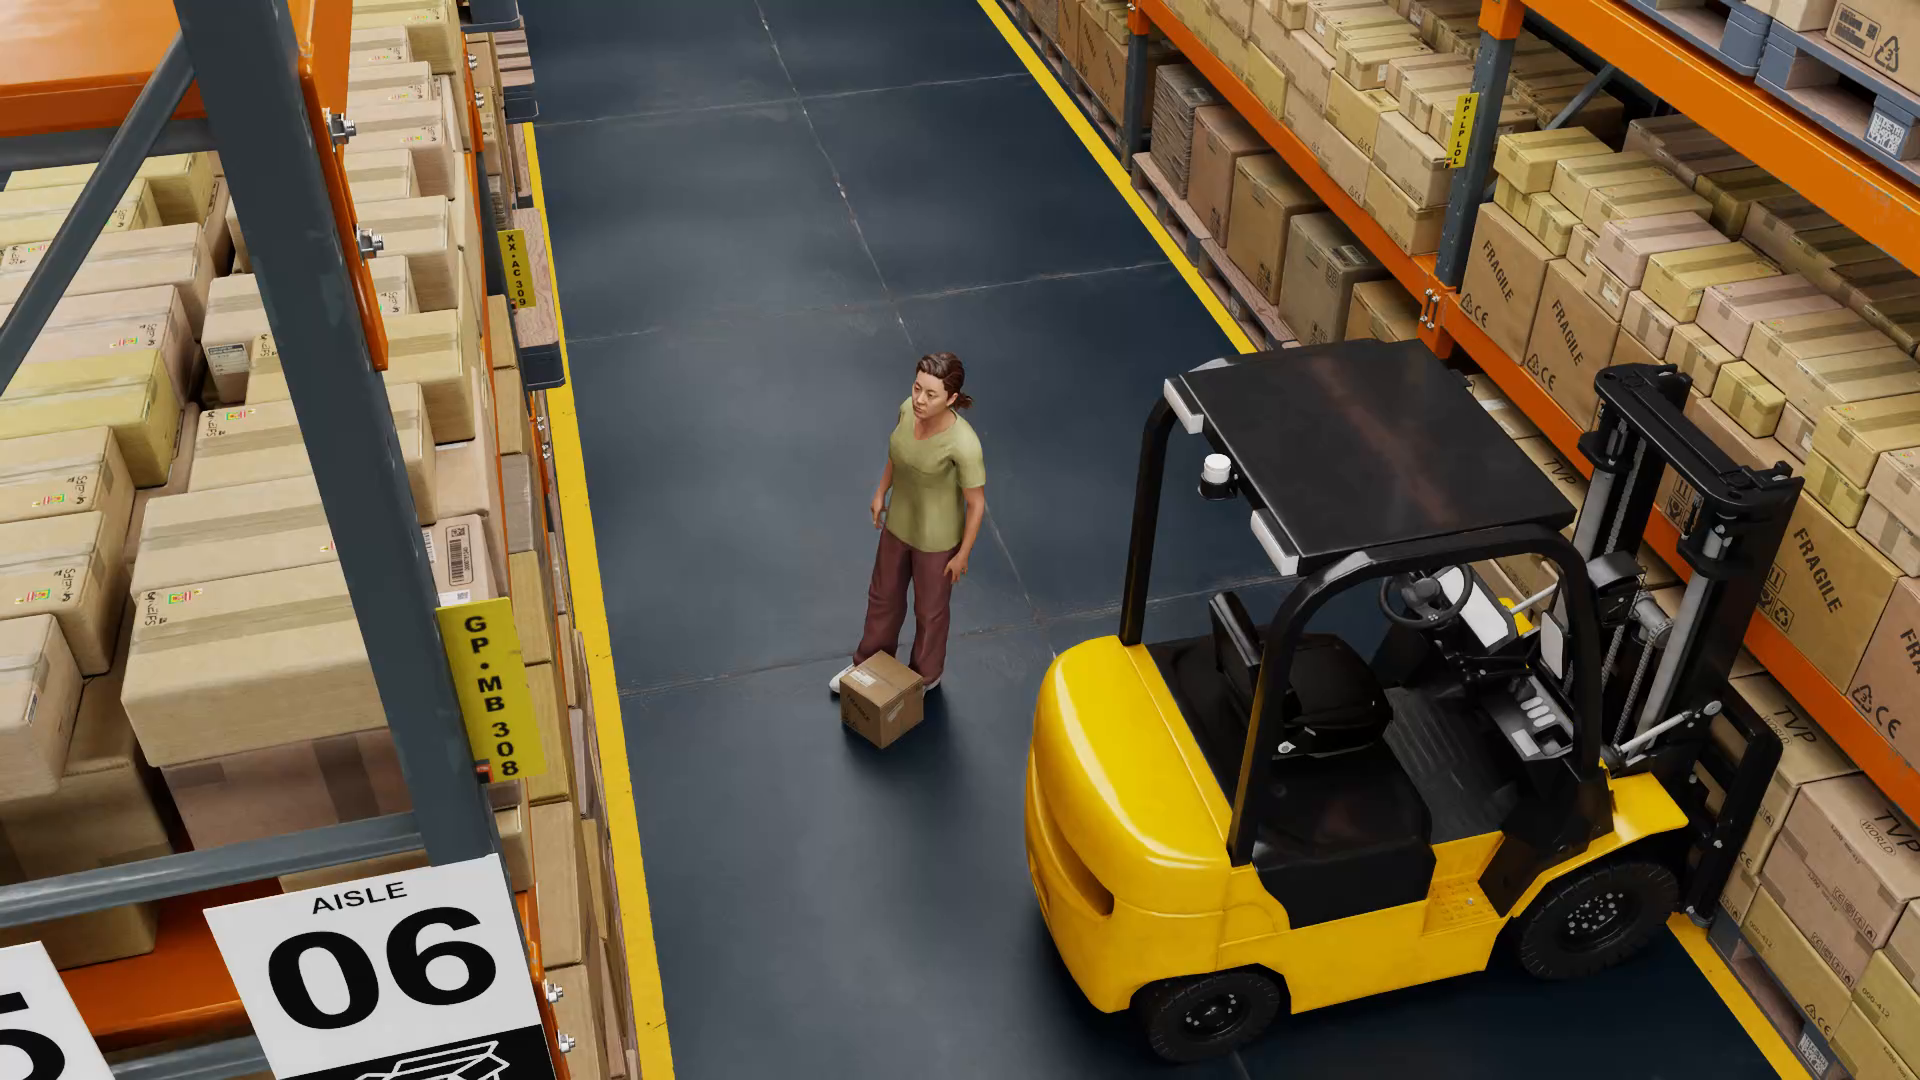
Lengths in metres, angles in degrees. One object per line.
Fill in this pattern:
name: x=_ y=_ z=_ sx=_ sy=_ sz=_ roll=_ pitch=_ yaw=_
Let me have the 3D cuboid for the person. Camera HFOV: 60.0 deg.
person: x=-0.200 y=-0.003 z=6.704 sx=0.547 sy=1.673 sz=0.554 roll=-31 pitch=48 yaw=-33
